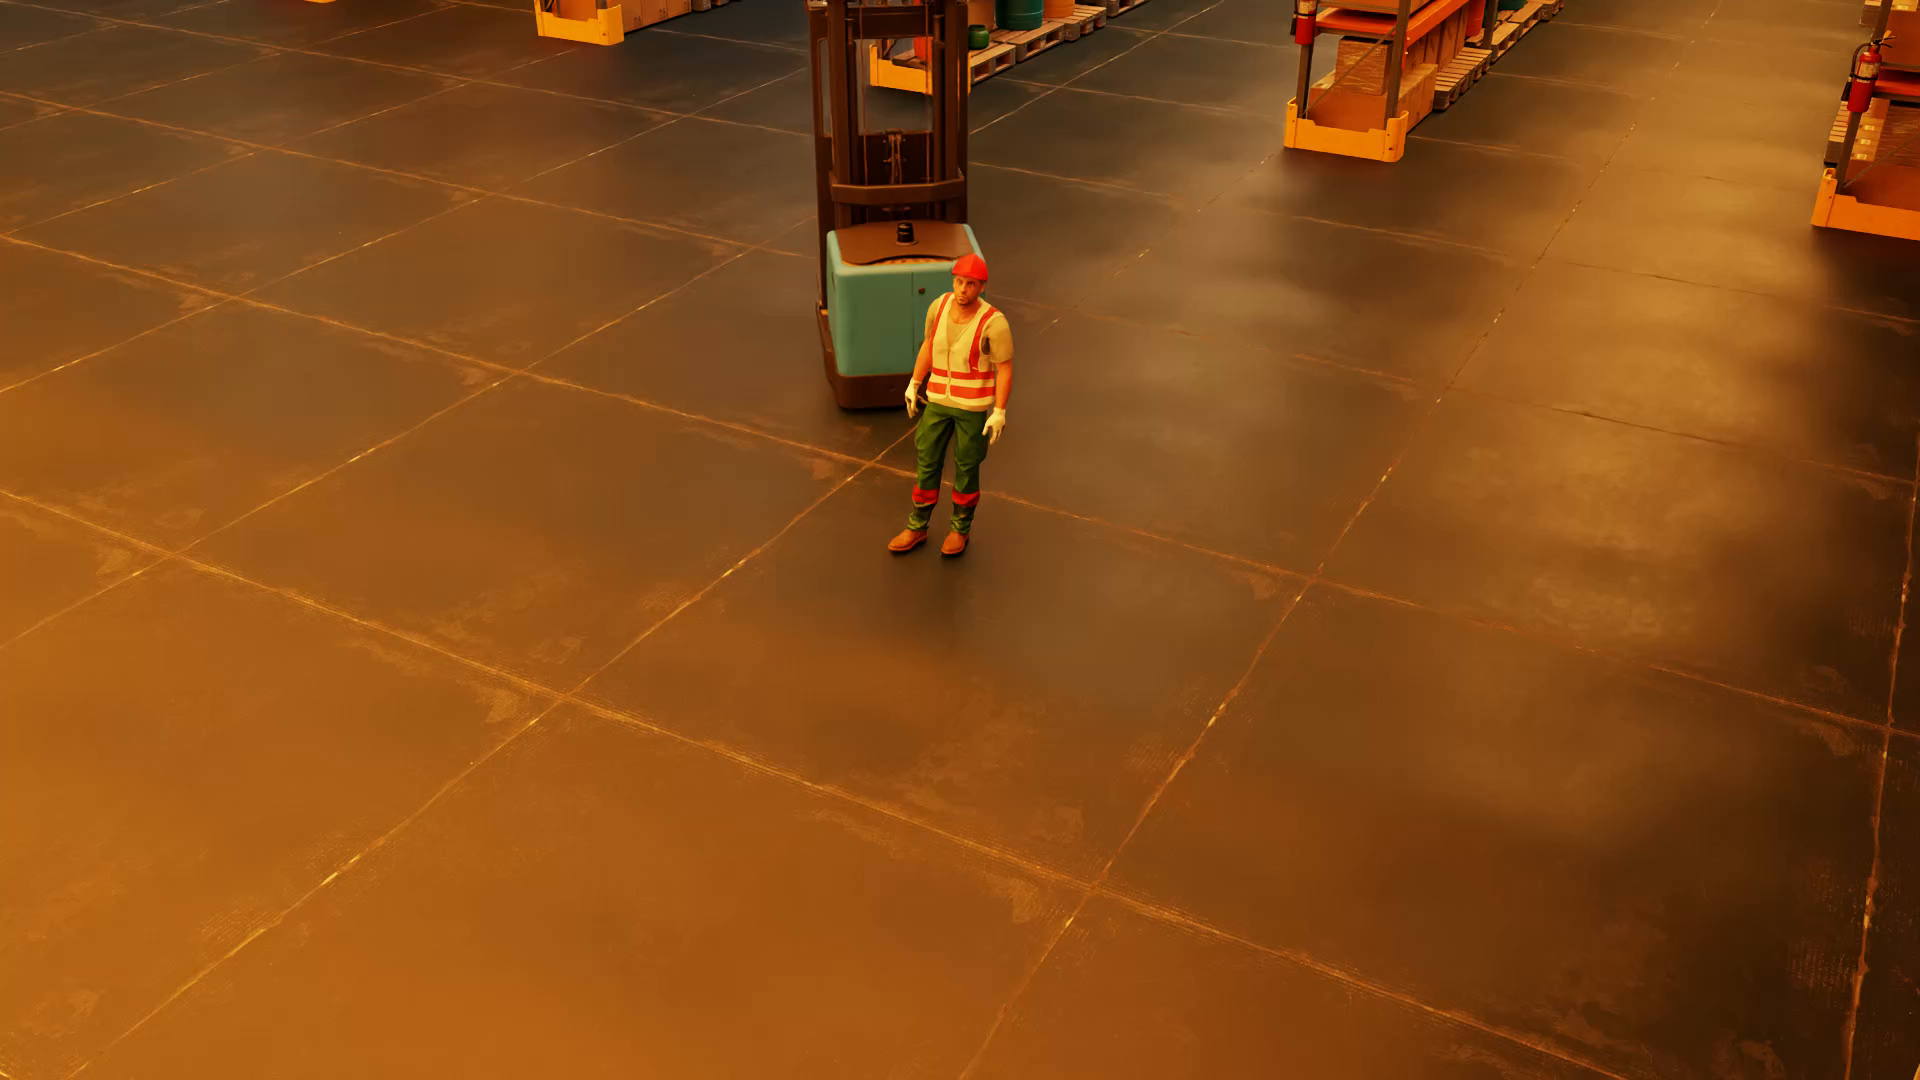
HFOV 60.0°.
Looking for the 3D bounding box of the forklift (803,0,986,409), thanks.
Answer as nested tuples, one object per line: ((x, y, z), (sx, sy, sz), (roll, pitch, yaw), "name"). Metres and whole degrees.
((-0.525, -2.888, 12.075), (1.130, 2.935, 3.031), (-4, 30, -7), "forklift")

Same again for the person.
((-0.049, -0.749, 9.496), (0.638, 1.787, 0.564), (15, 33, 25), "person")
